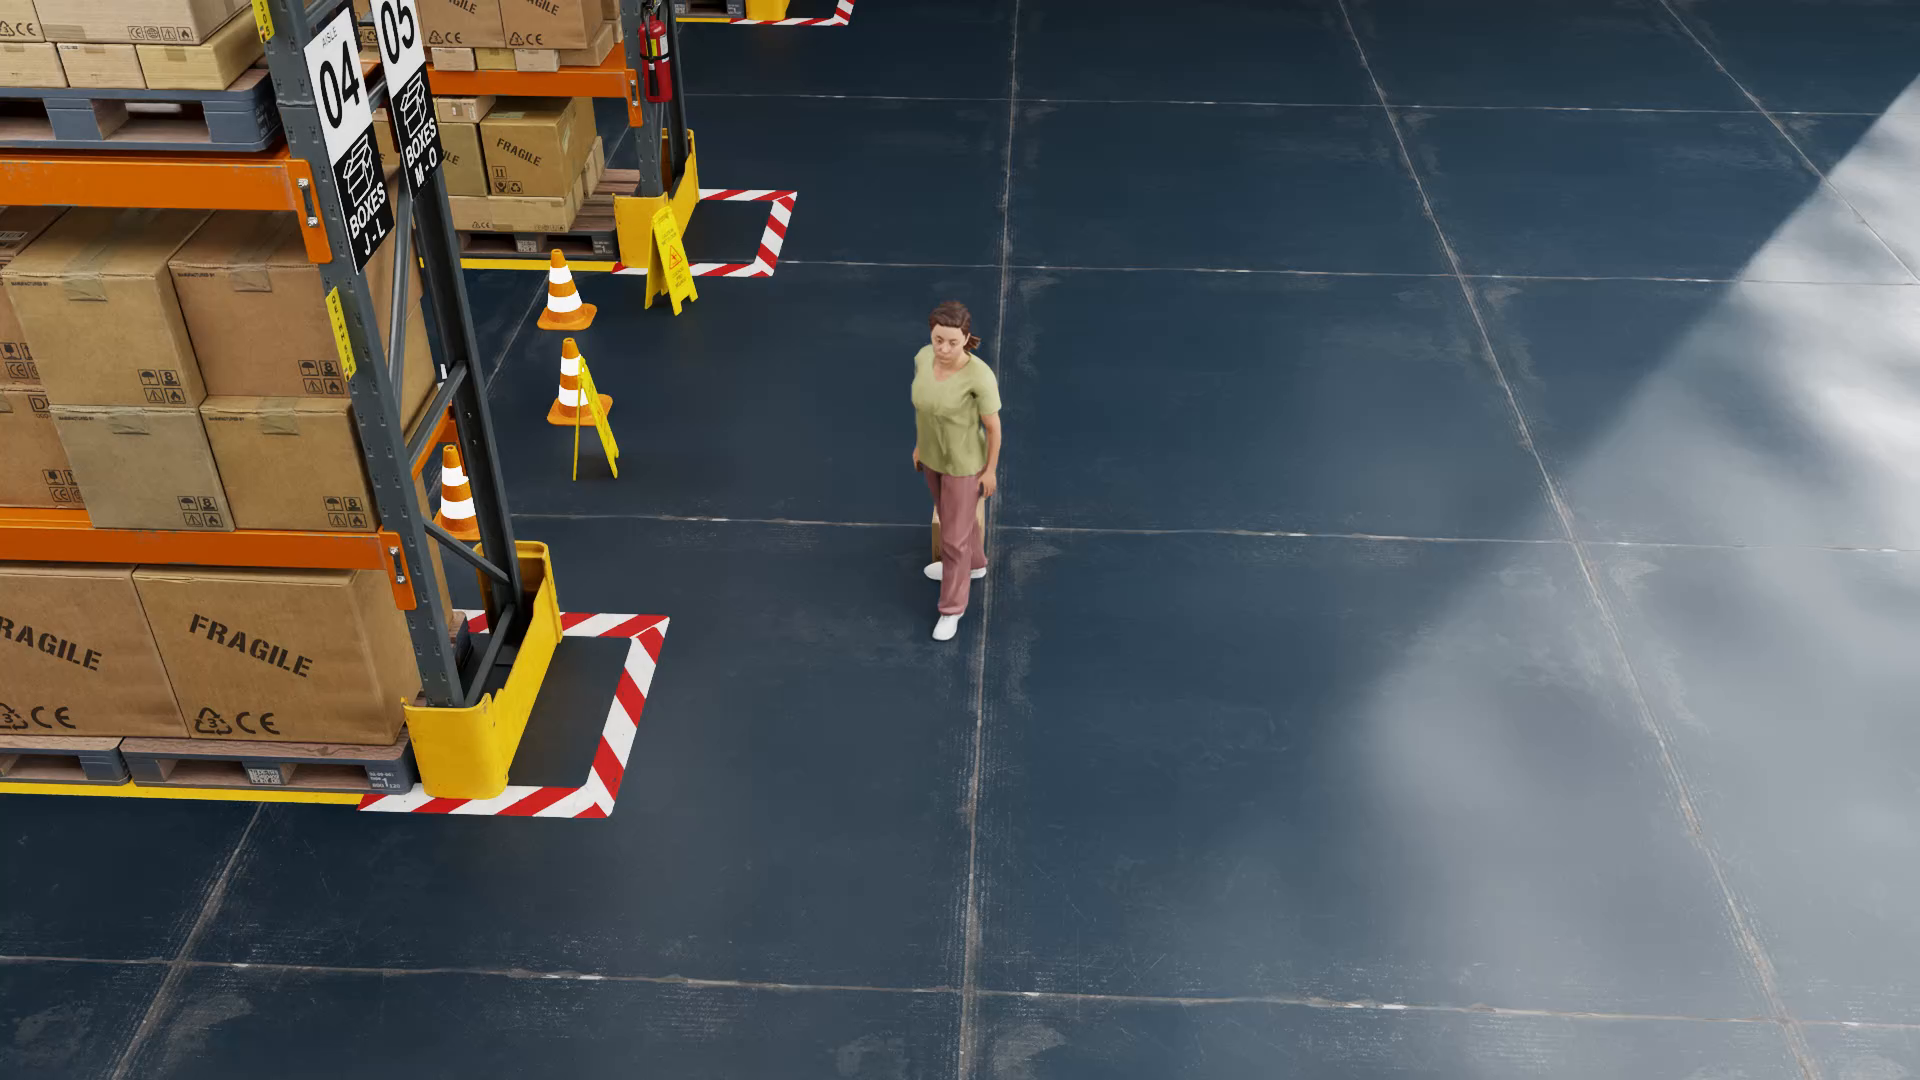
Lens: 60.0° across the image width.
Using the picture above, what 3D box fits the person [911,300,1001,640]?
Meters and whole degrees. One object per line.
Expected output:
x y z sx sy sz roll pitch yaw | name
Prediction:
-0.036 -0.367 7.628 0.481 1.668 0.565 28 44 33 | person
